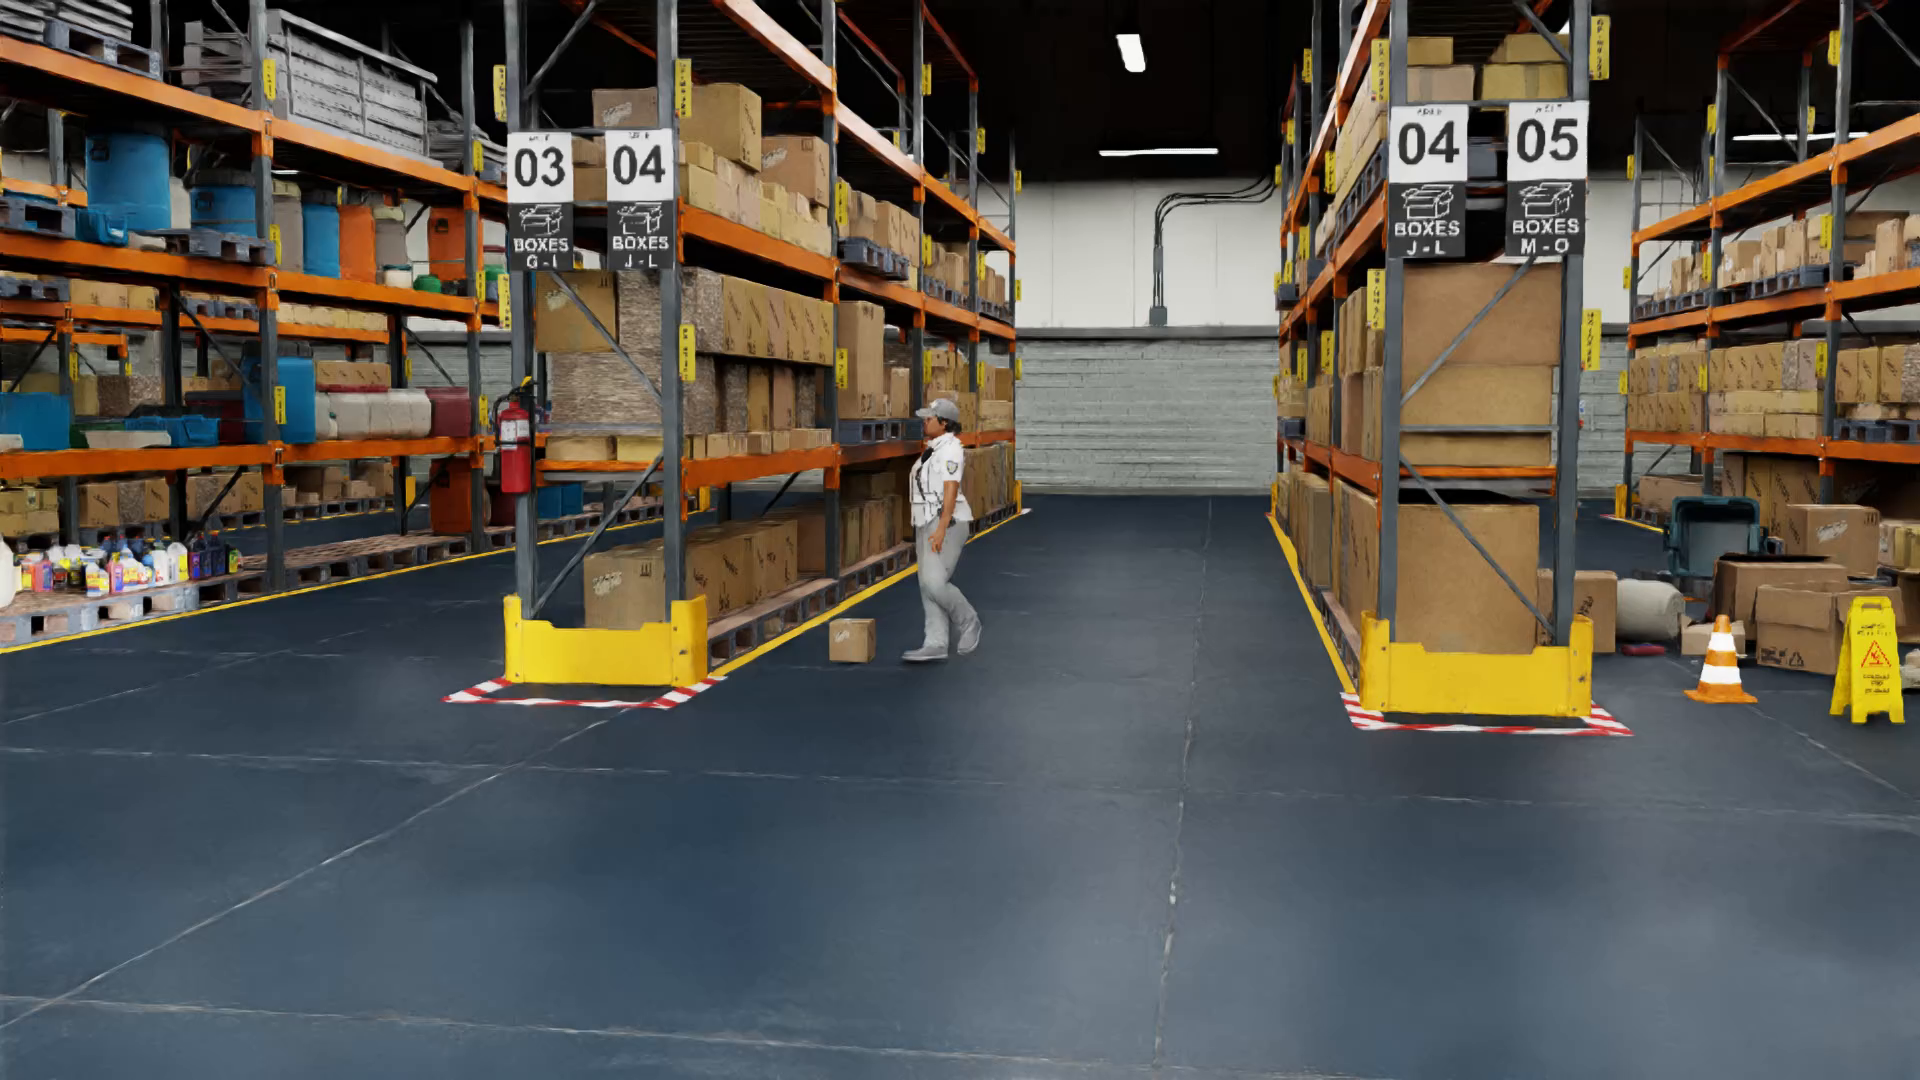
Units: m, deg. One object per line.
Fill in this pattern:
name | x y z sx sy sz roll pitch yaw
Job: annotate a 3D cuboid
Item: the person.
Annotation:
person | -0.111 -0.065 10.553 0.515 1.662 0.517 -2 5 -19
